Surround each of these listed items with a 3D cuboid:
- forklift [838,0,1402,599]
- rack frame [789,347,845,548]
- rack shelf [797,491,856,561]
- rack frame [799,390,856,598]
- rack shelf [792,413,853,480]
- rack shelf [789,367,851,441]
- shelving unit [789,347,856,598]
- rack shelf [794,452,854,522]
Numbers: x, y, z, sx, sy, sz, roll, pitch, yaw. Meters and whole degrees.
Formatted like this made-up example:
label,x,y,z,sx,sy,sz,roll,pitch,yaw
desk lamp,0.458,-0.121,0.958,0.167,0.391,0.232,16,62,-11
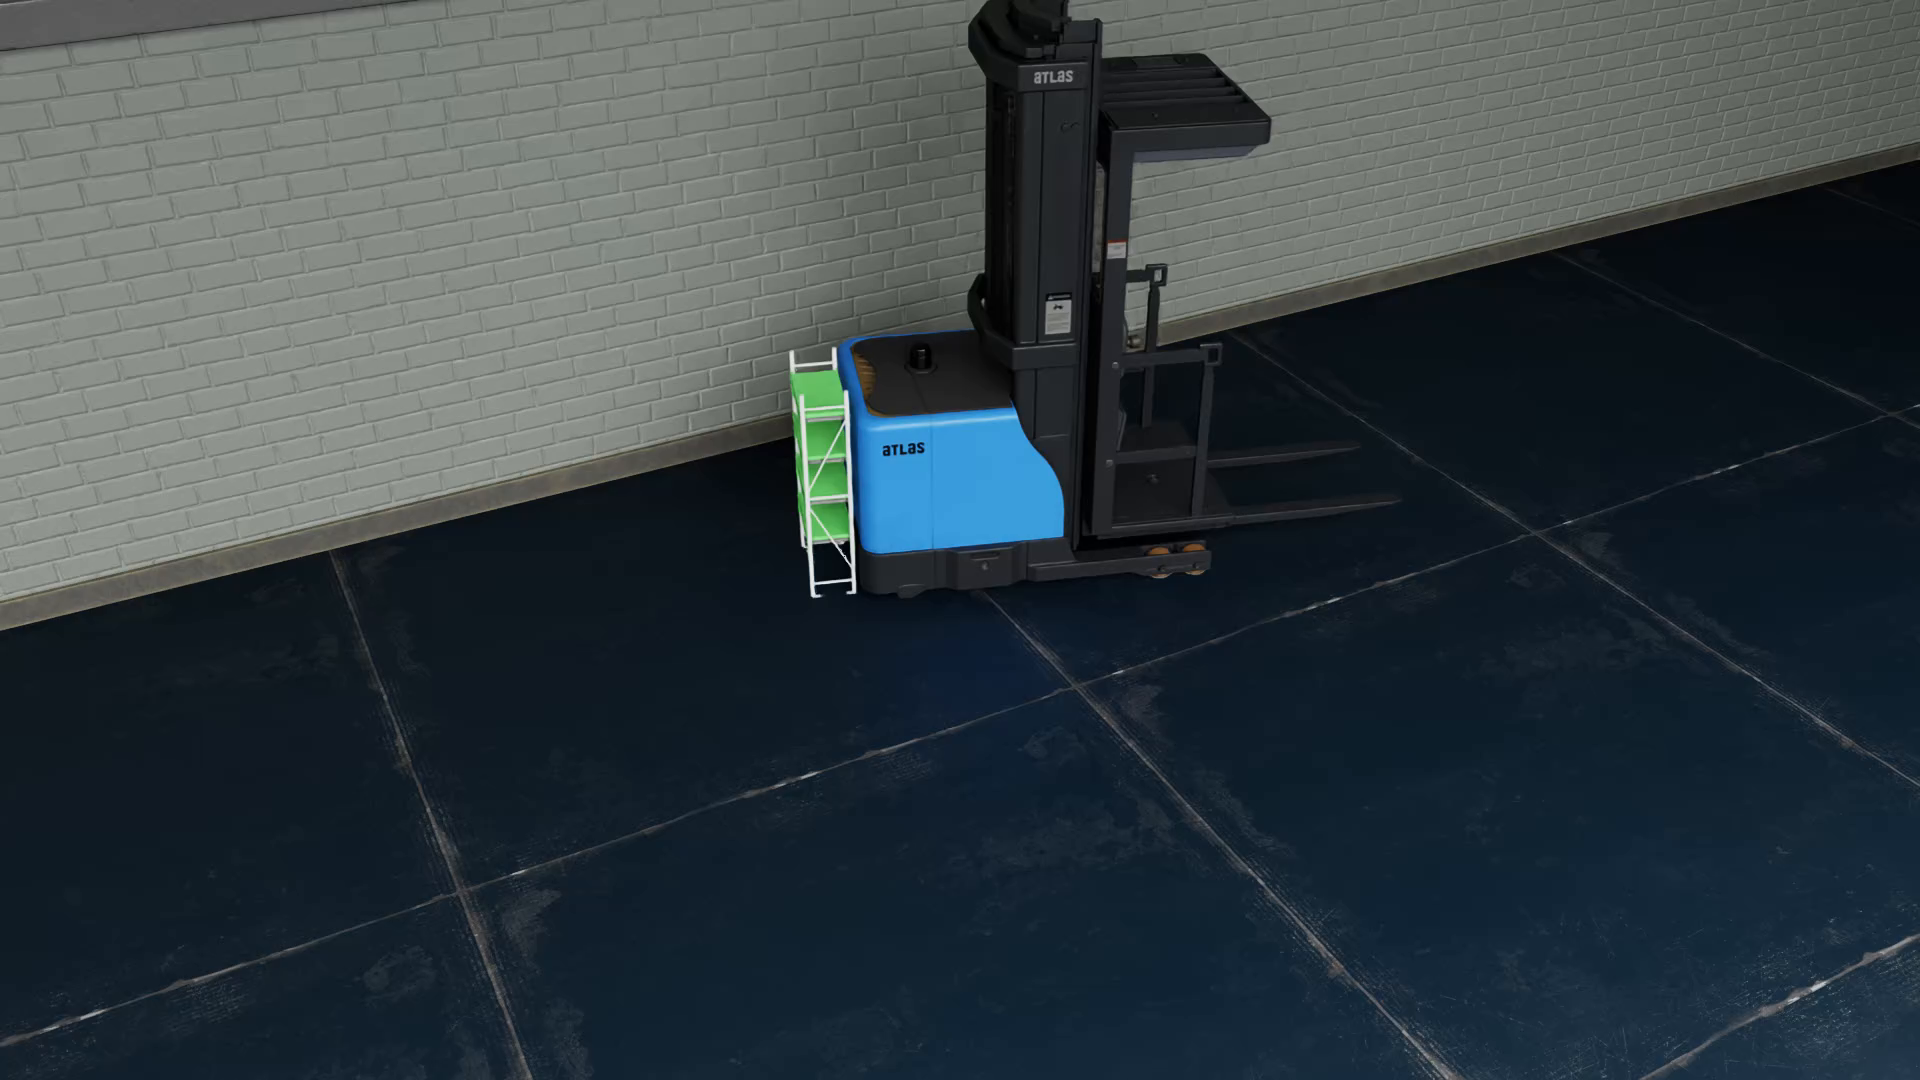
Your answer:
label,x,y,z,sx,sy,sz,roll,pitch,yaw
forklift,0.897,-1.302,8.566,3.031,2.935,1.130,-5,33,-8
rack frame,-0.757,-0.474,8.878,0.240,1.200,0.015,-6,33,-9
rack shelf,-0.713,-0.089,8.840,0.258,0.148,0.480,-6,33,-9
rack frame,-0.668,-0.216,8.474,0.240,1.200,0.015,-6,33,-9
rack shelf,-0.713,-0.493,8.581,0.258,0.148,0.480,-6,33,-9
rack shelf,-0.713,-0.695,8.452,0.258,0.148,0.480,-6,33,-9
shelving unit,-0.713,-0.345,8.676,0.258,1.200,0.503,-6,33,-9
rack shelf,-0.713,-0.291,8.711,0.258,0.148,0.480,-6,33,-9
